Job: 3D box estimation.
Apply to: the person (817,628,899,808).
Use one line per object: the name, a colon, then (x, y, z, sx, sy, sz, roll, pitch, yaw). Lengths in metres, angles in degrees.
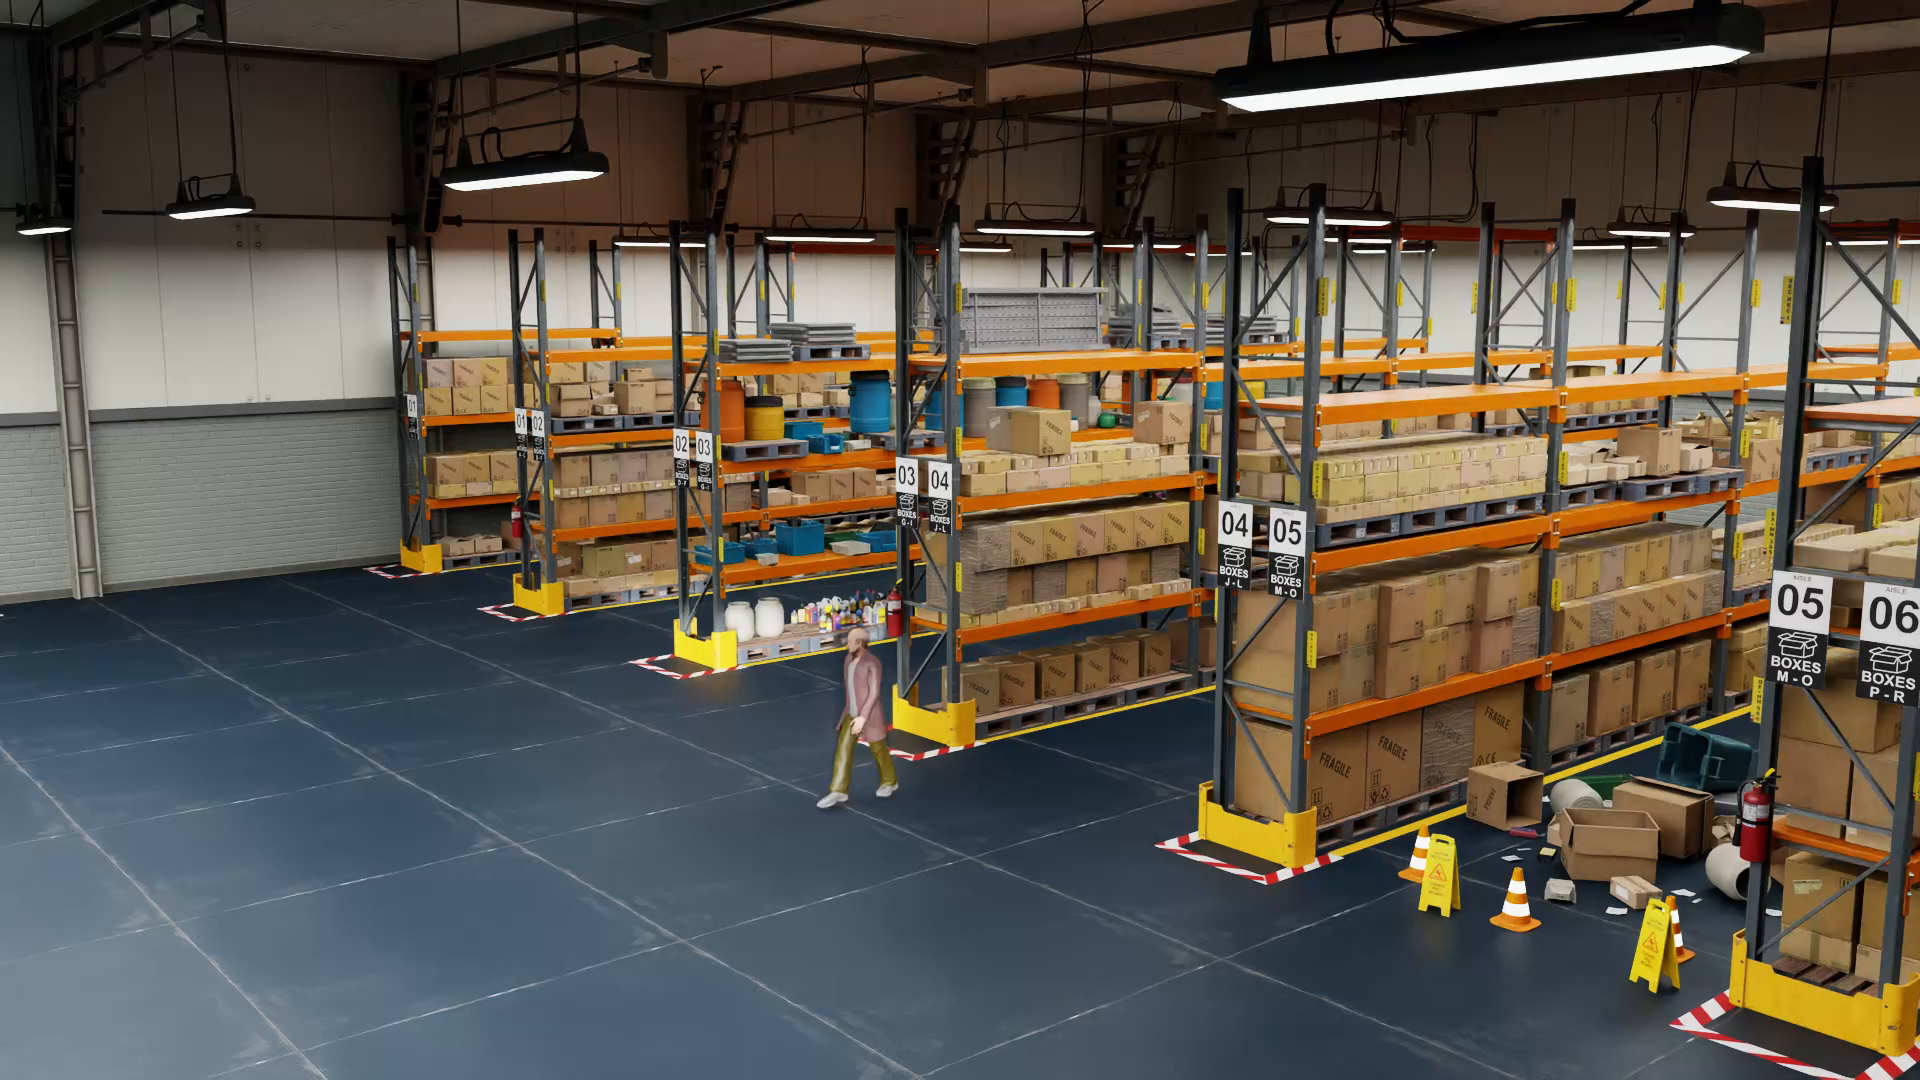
person: (-1.020, 1.745, 16.587, 0.607, 1.744, 0.998, 8, 12, 43)
